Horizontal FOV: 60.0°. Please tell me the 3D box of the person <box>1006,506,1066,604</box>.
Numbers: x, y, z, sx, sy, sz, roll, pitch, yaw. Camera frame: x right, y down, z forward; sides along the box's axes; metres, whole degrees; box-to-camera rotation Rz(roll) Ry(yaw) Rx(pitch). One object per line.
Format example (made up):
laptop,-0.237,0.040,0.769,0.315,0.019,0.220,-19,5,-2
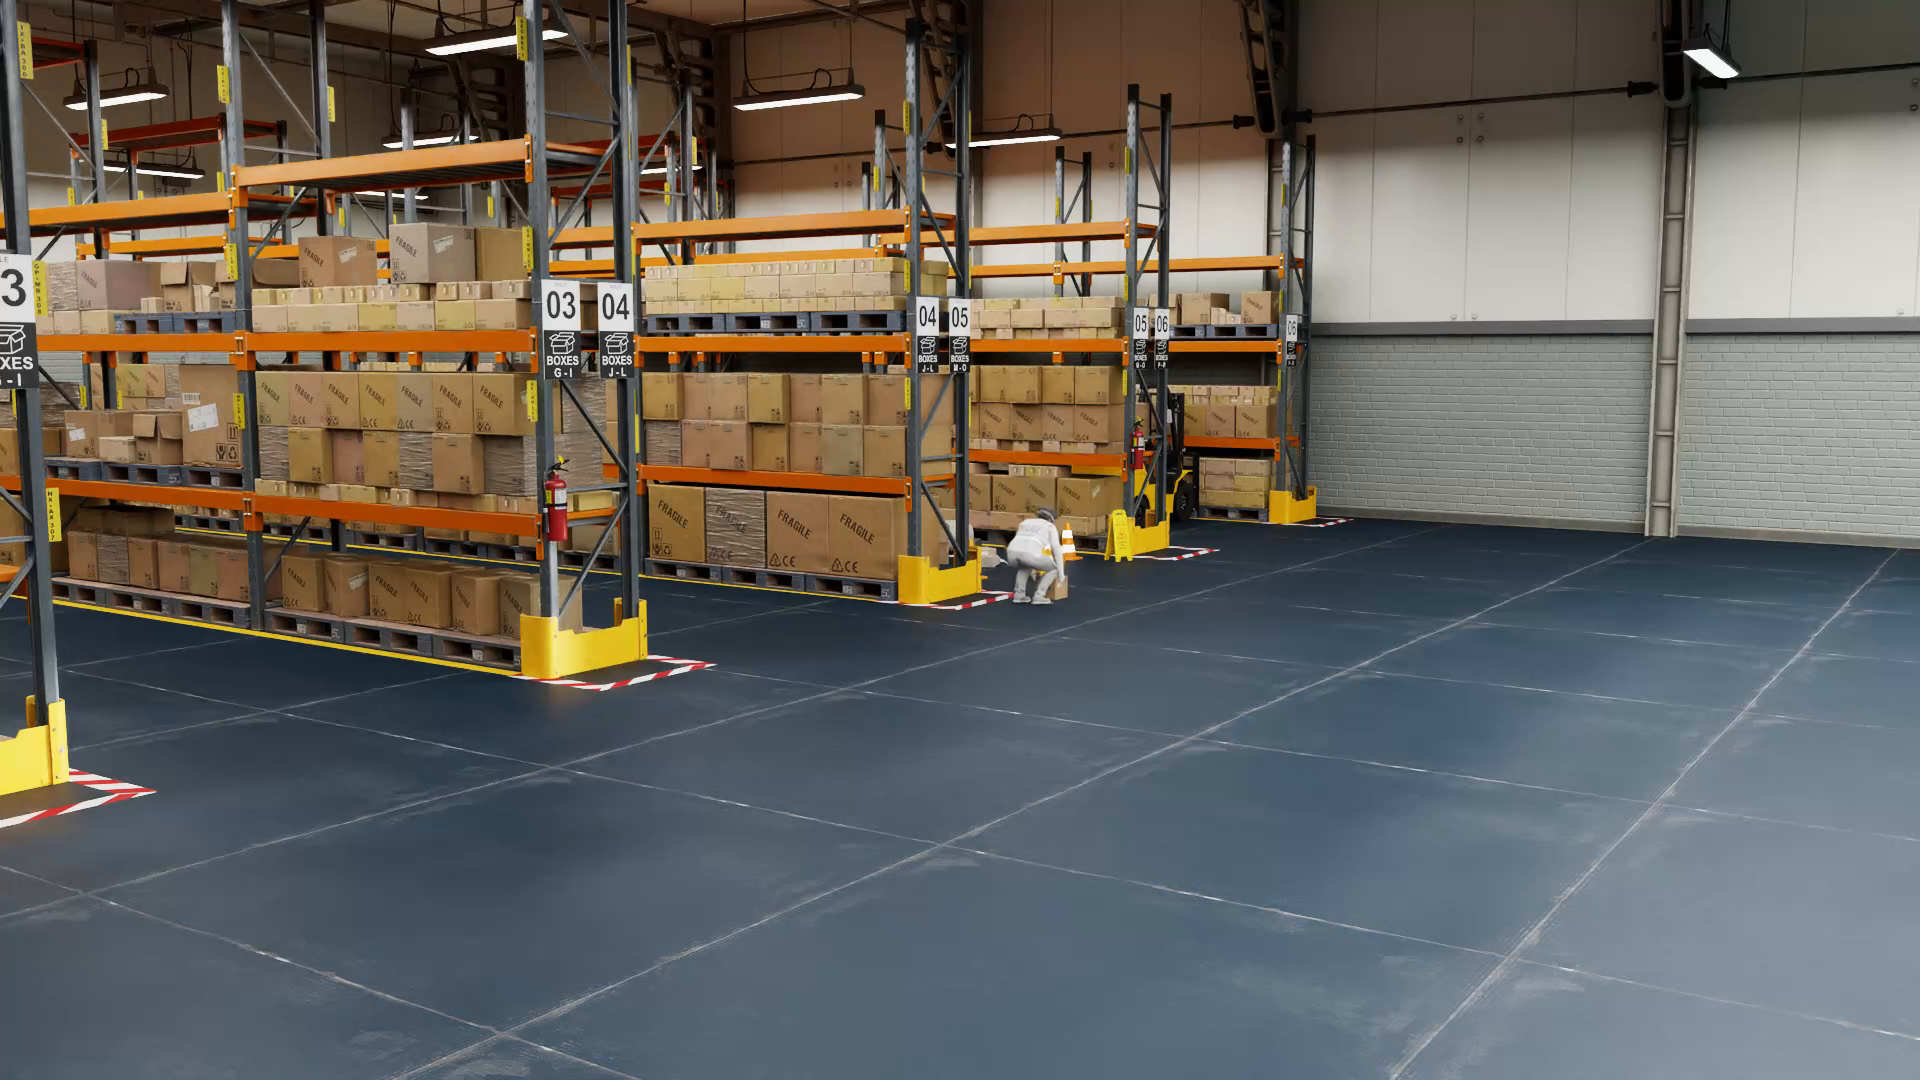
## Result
person,0.785,0.158,17.569,0.500,1.006,0.841,4,8,33
